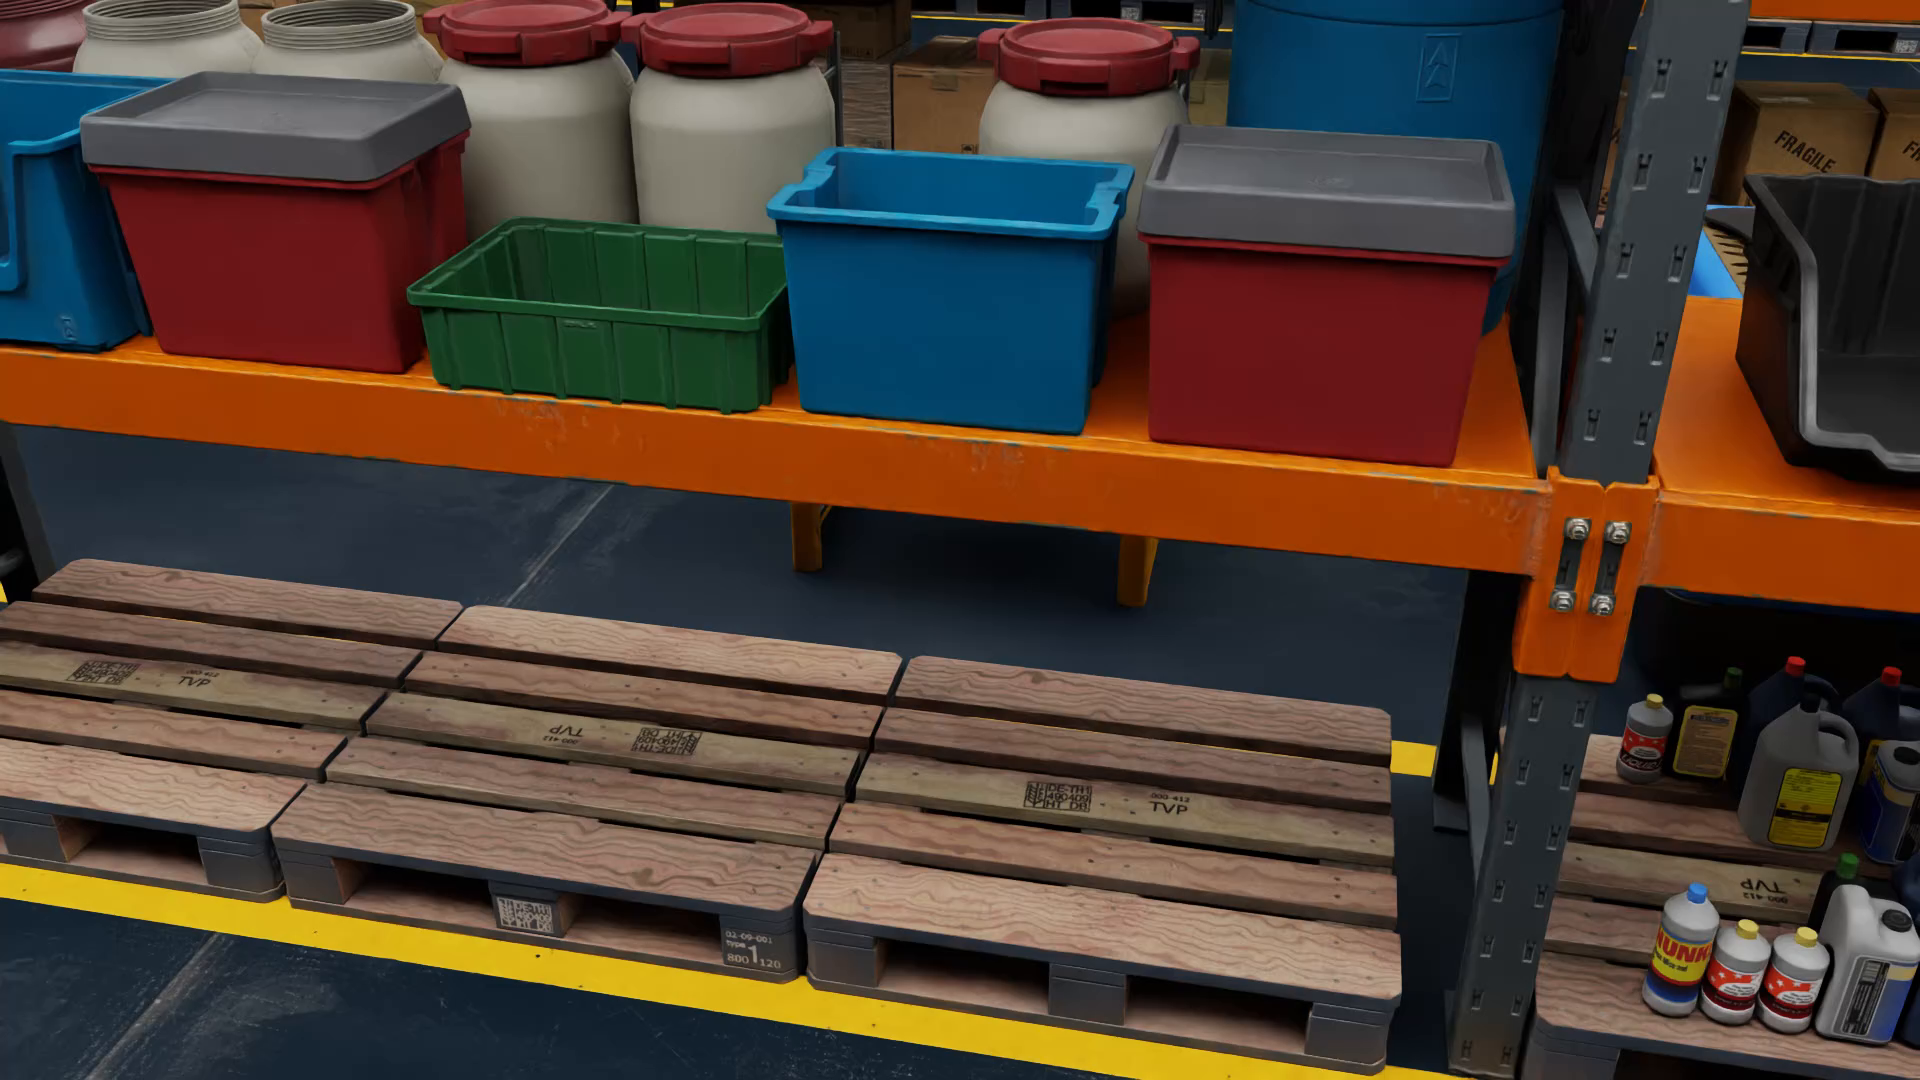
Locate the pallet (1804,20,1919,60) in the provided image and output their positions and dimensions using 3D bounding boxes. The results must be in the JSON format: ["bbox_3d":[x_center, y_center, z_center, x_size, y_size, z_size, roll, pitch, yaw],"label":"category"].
[{"bbox_3d":[6.420,-3.547,11.509,1.213,0.211,1.003,6,29,11],"label":"pallet"}]

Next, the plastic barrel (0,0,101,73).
[{"bbox_3d":[-2.257,-1.039,3.882,0.708,0.536,0.600,6,29,11],"label":"plastic barrel"}]

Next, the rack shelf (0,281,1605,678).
[{"bbox_3d":[-0.818,-0.367,3.546,4.000,0.370,1.077,6,29,11],"label":"rack shelf"}]

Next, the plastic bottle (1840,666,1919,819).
[{"bbox_3d":[2.015,0.435,3.632,0.185,0.351,0.144,4,29,8],"label":"plastic bottle"}]

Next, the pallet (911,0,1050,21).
[{"bbox_3d":[0.150,-4.191,12.685,1.213,0.211,1.003,6,29,11],"label":"pallet"}]

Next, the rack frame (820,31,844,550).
[{"bbox_3d":[-0.414,-0.700,4.967,0.032,1.500,0.500,6,29,11],"label":"rack frame"}]

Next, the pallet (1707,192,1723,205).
[{"bbox_3d":[4.033,-1.413,7.611,1.213,0.211,1.003,6,29,11],"label":"pallet"}]

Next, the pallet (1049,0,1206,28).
[{"bbox_3d":[1.340,-4.068,12.460,1.213,0.211,1.003,6,29,11],"label":"pallet"}]

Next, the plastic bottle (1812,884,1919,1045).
[{"bbox_3d":[1.680,0.777,3.086,0.135,0.276,0.152,7,29,12],"label":"plastic bottle"}]

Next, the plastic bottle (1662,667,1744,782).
[{"bbox_3d":[1.677,0.410,3.749,0.133,0.283,0.061,7,30,13],"label":"plastic bottle"}]

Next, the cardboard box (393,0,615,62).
[{"bbox_3d":[-2.410,-2.541,8.542,0.875,0.875,1.225,5,29,8],"label":"cardboard box"}]

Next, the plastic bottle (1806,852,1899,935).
[{"bbox_3d":[1.701,0.724,3.175,0.133,0.283,0.061,6,29,11],"label":"plastic bottle"}]

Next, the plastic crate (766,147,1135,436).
[{"bbox_3d":[-0.006,-0.440,2.946,0.575,0.384,0.392,6,29,11],"label":"plastic crate"}]

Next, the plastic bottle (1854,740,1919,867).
[{"bbox_3d":[2.009,0.540,3.518,0.135,0.276,0.152,6,29,11],"label":"plastic bottle"}]

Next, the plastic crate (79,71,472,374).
[{"bbox_3d":[-1.258,-0.606,3.166,0.583,0.464,0.402,6,29,11],"label":"plastic crate"}]

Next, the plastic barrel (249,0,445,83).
[{"bbox_3d":[-1.311,-0.887,3.631,0.421,0.512,0.421,0,29,0],"label":"plastic barrel"}]

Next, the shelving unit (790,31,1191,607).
[{"bbox_3d":[0.075,-0.650,4.876,1.083,1.500,0.587,6,29,11],"label":"shelving unit"}]

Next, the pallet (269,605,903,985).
[{"bbox_3d":[-0.835,0.559,4.009,1.213,0.211,1.003,6,29,11],"label":"pallet"}]

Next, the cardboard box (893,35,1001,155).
[{"bbox_3d":[0.021,-2.145,8.189,0.500,0.500,0.700,8,30,15],"label":"cardboard box"}]

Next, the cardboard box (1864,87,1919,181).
[{"bbox_3d":[4.277,-1.681,7.362,0.500,0.500,0.500,9,30,15],"label":"cardboard box"}]

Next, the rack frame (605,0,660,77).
[{"bbox_3d":[-1.740,-3.209,7.989,0.127,3.000,1.000,6,29,11],"label":"rack frame"}]

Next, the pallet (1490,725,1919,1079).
[{"bbox_3d":[1.786,0.828,3.518,1.213,0.211,1.003,6,29,11],"label":"pallet"}]

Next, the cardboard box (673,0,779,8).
[{"bbox_3d":[-1.078,-2.582,8.206,0.500,0.250,0.500,7,29,13],"label":"cardboard box"}]

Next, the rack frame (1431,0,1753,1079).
[{"bbox_3d":[1.138,-0.482,3.007,0.127,3.000,1.000,6,29,11],"label":"rack frame"}]

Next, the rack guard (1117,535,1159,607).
[{"bbox_3d":[0.562,-0.052,5.085,0.087,0.250,0.587,6,29,11],"label":"rack guard"}]

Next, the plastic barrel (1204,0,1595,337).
[{"bbox_3d":[0.823,-0.883,3.218,0.708,0.901,0.600,6,29,11],"label":"plastic barrel"}]

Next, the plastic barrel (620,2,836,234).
[{"bbox_3d":[-0.470,-0.814,3.472,0.433,0.535,0.433,0,29,0],"label":"plastic barrel"}]

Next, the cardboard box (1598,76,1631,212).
[{"bbox_3d":[3.117,-1.783,7.549,0.500,0.500,0.500,16,32,26],"label":"cardboard box"}]

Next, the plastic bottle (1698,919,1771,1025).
[{"bbox_3d":[1.457,0.800,3.121,0.097,0.201,0.097,0,29,0],"label":"plastic bottle"}]

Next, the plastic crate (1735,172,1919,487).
[{"bbox_3d":[1.623,-0.343,2.817,0.504,0.338,0.767,6,29,11],"label":"plastic crate"}]

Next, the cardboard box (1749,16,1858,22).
[{"bbox_3d":[5.681,-4.103,11.396,0.875,0.875,0.875,5,29,10],"label":"cardboard box"}]

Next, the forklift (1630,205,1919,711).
[{"bbox_3d":[3.416,-0.955,3.943,3.031,2.935,1.130,6,29,10],"label":"forklift"}]
